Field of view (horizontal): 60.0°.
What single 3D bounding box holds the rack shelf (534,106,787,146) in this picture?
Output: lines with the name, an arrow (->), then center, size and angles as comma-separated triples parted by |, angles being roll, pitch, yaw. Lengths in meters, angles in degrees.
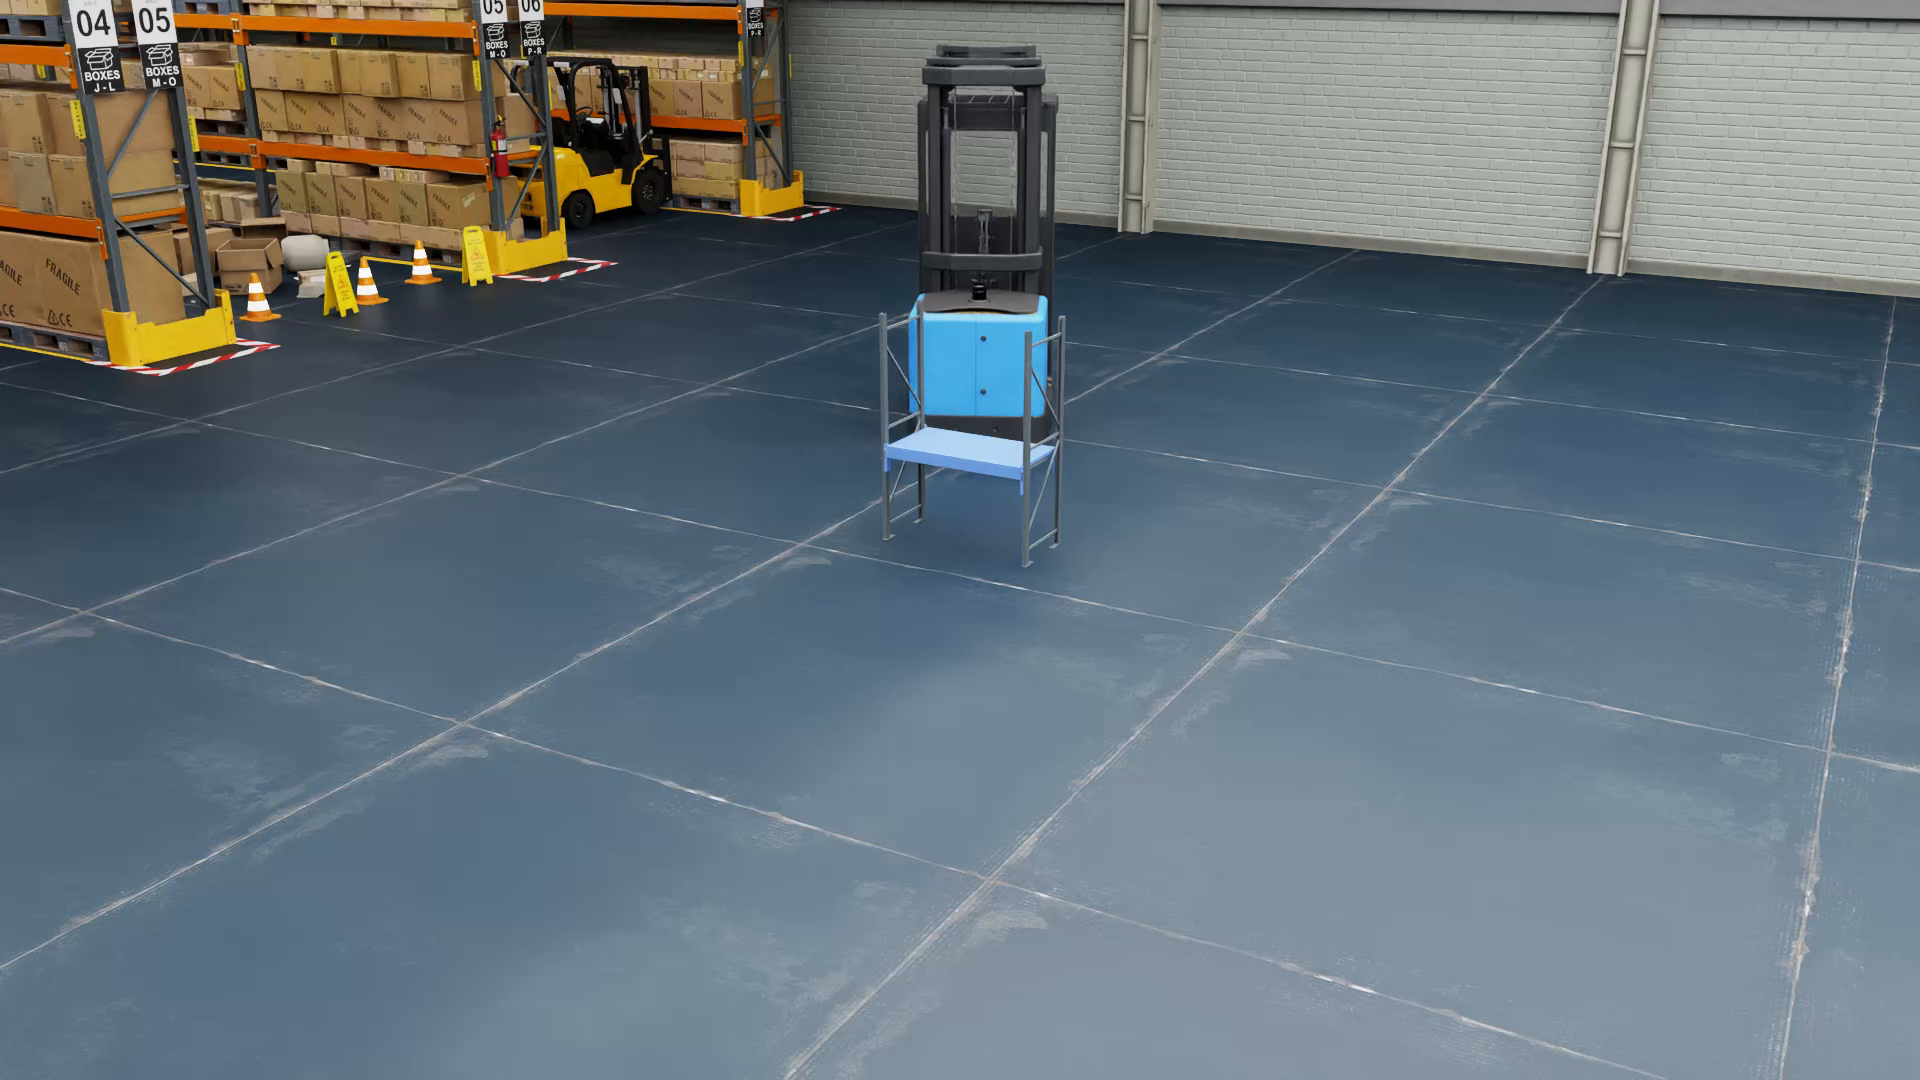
rack shelf -> -4.465, -6.157, 24.494 | 4.000, 0.370, 1.077 | 11, 23, 27

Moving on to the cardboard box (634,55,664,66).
cardboard box -> -4.476, -6.904, 23.966 | 0.250, 0.149, 0.380 | 11, 23, 28

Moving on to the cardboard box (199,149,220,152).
cardboard box -> -12.882, -7.033, 28.904 | 0.500, 0.500, 0.500 | 12, 23, 30

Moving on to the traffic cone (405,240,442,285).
traffic cone -> -6.141, -3.179, 18.950 | 0.334, 0.463, 0.336 | 11, 23, 27

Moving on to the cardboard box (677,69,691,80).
cardboard box -> -3.803, -6.628, 23.641 | 0.250, 0.149, 0.380 | 11, 22, 27

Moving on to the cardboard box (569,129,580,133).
cardboard box -> -5.942, -6.029, 25.036 | 0.500, 0.250, 0.500 | 10, 22, 26

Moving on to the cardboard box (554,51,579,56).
cardboard box -> -5.796, -7.167, 24.689 | 0.250, 0.149, 0.380 | 11, 23, 28

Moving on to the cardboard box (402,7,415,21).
cardboard box -> -6.221, -6.100, 19.252 | 0.250, 0.149, 0.380 | 11, 23, 28

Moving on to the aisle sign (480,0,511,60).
aisle sign -> -5.224, -5.809, 18.669 | 0.004, 0.787, 0.394 | 11, 23, 27

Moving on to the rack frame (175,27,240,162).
rack frame -> -13.195, -8.158, 28.956 | 0.127, 3.000, 1.000 | 11, 23, 27

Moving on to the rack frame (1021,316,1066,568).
rack frame -> 0.518, -0.606, 10.337 | 0.032, 1.500, 0.500 | 11, 23, 27

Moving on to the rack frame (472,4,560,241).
rack frame -> -5.136, -4.684, 19.379 | 0.127, 3.000, 1.000 | 11, 23, 27

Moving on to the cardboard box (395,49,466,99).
cardboard box -> -6.127, -5.447, 19.434 | 0.500, 0.500, 0.700 | 11, 23, 28

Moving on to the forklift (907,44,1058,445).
forklift -> 0.229, -2.534, 13.552 | 1.130, 2.935, 3.031 | 1, 20, 4

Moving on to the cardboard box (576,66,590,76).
cardboard box -> -5.414, -6.907, 24.411 | 0.250, 0.149, 0.380 | 11, 23, 28

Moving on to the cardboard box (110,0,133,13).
cardboard box -> -7.605, -4.882, 15.133 | 0.250, 0.149, 0.380 | 11, 23, 28

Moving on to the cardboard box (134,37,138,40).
cardboard box -> -14.365, -8.907, 29.704 | 0.500, 0.500, 0.500 | 10, 22, 26

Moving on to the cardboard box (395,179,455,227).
cardboard box -> -6.420, -4.083, 20.038 | 0.500, 0.500, 0.500 | 12, 23, 29

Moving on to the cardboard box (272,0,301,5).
cardboard box -> -7.923, -6.591, 20.021 | 0.500, 0.250, 0.500 | 11, 22, 27

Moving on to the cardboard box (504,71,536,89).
cardboard box -> -6.764, -6.998, 25.244 | 0.500, 0.250, 0.500 | 10, 22, 26

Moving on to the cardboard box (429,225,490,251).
cardboard box -> -5.994, -3.647, 19.937 | 0.500, 0.250, 0.500 | 11, 23, 27

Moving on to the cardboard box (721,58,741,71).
cardboard box -> -3.134, -6.651, 23.267 | 0.250, 0.149, 0.380 | 11, 23, 27

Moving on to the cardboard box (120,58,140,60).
cardboard box -> -11.131, -6.323, 22.699 | 0.500, 0.500, 0.500 | 10, 22, 26

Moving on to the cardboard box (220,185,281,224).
cardboard box -> -9.087, -4.398, 21.828 | 0.625, 0.372, 0.950 | 11, 23, 28

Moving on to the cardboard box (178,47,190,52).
cardboard box -> -10.555, -6.516, 22.278 | 0.250, 0.149, 0.380 | 10, 22, 25

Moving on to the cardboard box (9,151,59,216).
cardboard box -> -8.299, -3.397, 15.612 | 0.550, 0.550, 0.875 | 11, 23, 27

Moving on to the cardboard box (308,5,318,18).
cardboard box -> -7.577, -6.347, 19.932 | 0.250, 0.149, 0.380 | 10, 22, 26

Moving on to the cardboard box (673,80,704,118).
cardboard box -> -3.725, -6.302, 23.693 | 0.500, 0.500, 0.500 | 12, 23, 29

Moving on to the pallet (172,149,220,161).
pallet -> -13.794, -6.961, 29.747 | 1.213, 0.211, 1.003 | 11, 23, 27

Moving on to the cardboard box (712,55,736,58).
cardboard box -> -3.357, -6.867, 23.863 | 0.250, 0.149, 0.380 | 11, 23, 28

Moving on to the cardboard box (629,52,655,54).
cardboard box -> -4.682, -7.134, 24.598 | 0.250, 0.149, 0.380 | 11, 22, 27

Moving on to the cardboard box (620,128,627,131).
cardboard box -> -5.237, -6.098, 25.228 | 0.500, 0.250, 0.500 | 10, 22, 27

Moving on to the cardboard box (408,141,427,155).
cardboard box -> -6.295, -4.656, 19.671 | 0.250, 0.149, 0.380 | 11, 23, 28

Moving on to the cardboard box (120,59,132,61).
cardboard box -> -11.382, -6.170, 22.278 | 0.500, 0.500, 0.500 | 12, 23, 30

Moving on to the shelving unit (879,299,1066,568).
shelving unit -> 0.074, -0.691, 10.570 | 1.048, 1.500, 0.538 | 11, 23, 27

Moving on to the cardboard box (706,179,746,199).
cardboard box -> -3.283, -5.051, 23.808 | 0.500, 0.250, 0.500 | 11, 23, 28

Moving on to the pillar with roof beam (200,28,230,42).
pillar with roof beam -> -15.463, -10.081, 25.459 | 0.400, 9.000, 9.100 | 11, 23, 27

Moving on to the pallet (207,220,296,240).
pallet -> -9.309, -4.167, 22.044 | 1.213, 0.211, 1.003 | 11, 23, 27

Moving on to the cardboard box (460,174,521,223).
cardboard box -> -5.727, -4.162, 20.256 | 0.500, 0.500, 0.500 | 10, 22, 26

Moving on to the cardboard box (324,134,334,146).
cardboard box -> -7.570, -4.935, 20.440 | 0.250, 0.149, 0.380 | 11, 23, 27

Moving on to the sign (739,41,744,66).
sign -> -2.996, -6.659, 22.778 | 0.005, 0.325, 0.100 | 11, 23, 27

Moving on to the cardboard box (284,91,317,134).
cardboard box -> -7.931, -5.303, 20.504 | 0.500, 0.500, 0.500 | 11, 23, 27

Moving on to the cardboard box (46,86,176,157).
cardboard box -> -7.767, -3.845, 15.263 | 0.550, 0.550, 0.875 | 11, 23, 27

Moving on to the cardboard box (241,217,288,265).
cardboard box -> -8.356, -3.592, 20.031 | 0.500, 0.500, 0.500 | -7, 21, -20

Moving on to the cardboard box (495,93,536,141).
cardboard box -> -5.414, -5.032, 19.756 | 0.500, 0.500, 0.500 | 10, 22, 26

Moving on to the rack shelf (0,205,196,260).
rack shelf -> -9.208, -3.188, 16.310 | 4.000, 0.370, 1.077 | 11, 23, 27

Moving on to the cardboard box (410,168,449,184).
cardboard box -> -6.316, -4.343, 19.804 | 0.250, 0.149, 0.380 | 12, 23, 29

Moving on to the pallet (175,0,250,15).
pallet -> -9.115, -6.805, 21.104 | 1.003, 0.211, 1.213 | 11, 23, 27

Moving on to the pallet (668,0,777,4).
pallet -> -3.323, -7.656, 23.303 | 1.213, 0.211, 1.003 | 11, 23, 27

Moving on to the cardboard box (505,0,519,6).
cardboard box -> -5.445, -6.326, 19.292 | 0.500, 0.250, 0.500 | 10, 22, 26

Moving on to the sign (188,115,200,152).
sign -> -7.186, -3.802, 15.562 | 0.005, 0.325, 0.100 | 11, 23, 27
